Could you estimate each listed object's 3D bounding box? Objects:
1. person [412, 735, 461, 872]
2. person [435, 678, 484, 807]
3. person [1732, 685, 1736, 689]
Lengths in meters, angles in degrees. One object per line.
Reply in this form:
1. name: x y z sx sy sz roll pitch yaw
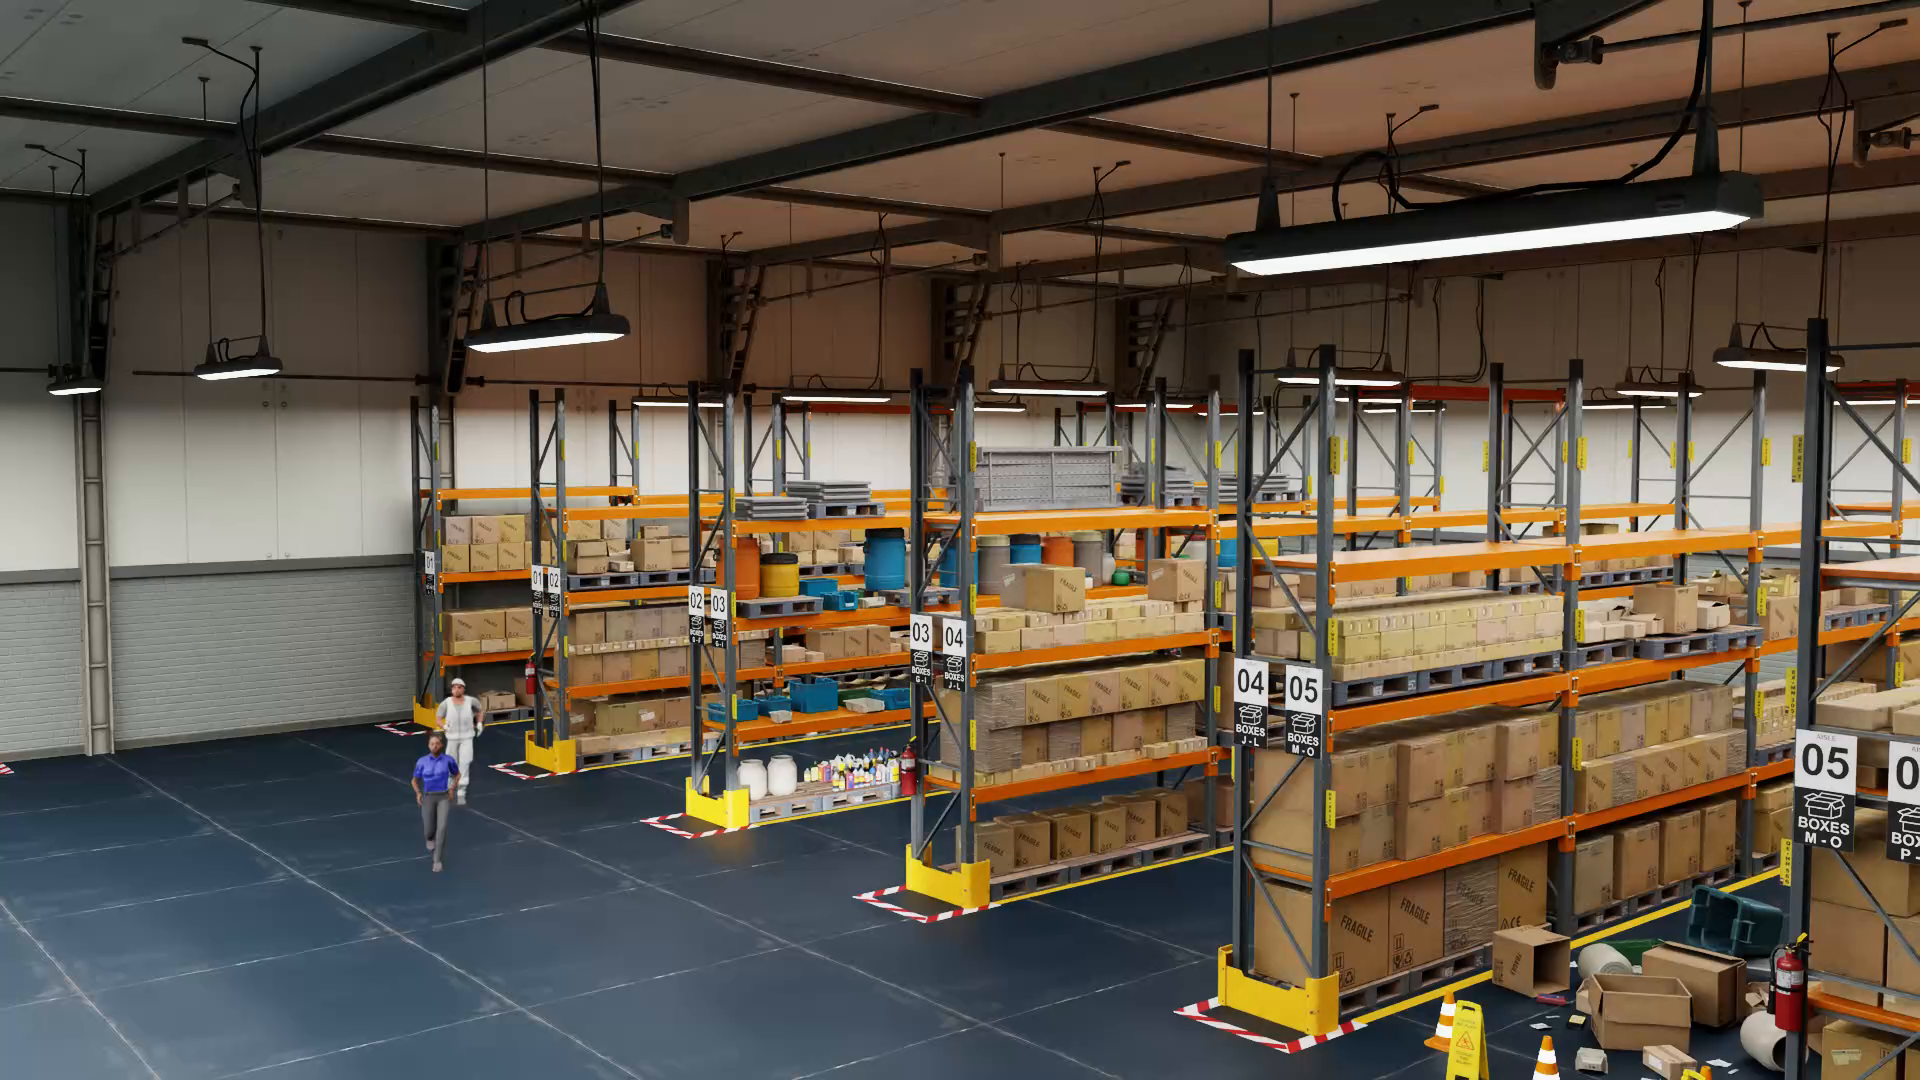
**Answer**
1. person: -6.362 3.172 20.231 0.578 1.625 0.669 -1 4 -18
2. person: -7.195 2.867 23.927 0.668 1.784 0.951 -1 4 -16
3. person: 11.110 2.914 24.004 0.924 1.648 0.606 -3 5 -44
